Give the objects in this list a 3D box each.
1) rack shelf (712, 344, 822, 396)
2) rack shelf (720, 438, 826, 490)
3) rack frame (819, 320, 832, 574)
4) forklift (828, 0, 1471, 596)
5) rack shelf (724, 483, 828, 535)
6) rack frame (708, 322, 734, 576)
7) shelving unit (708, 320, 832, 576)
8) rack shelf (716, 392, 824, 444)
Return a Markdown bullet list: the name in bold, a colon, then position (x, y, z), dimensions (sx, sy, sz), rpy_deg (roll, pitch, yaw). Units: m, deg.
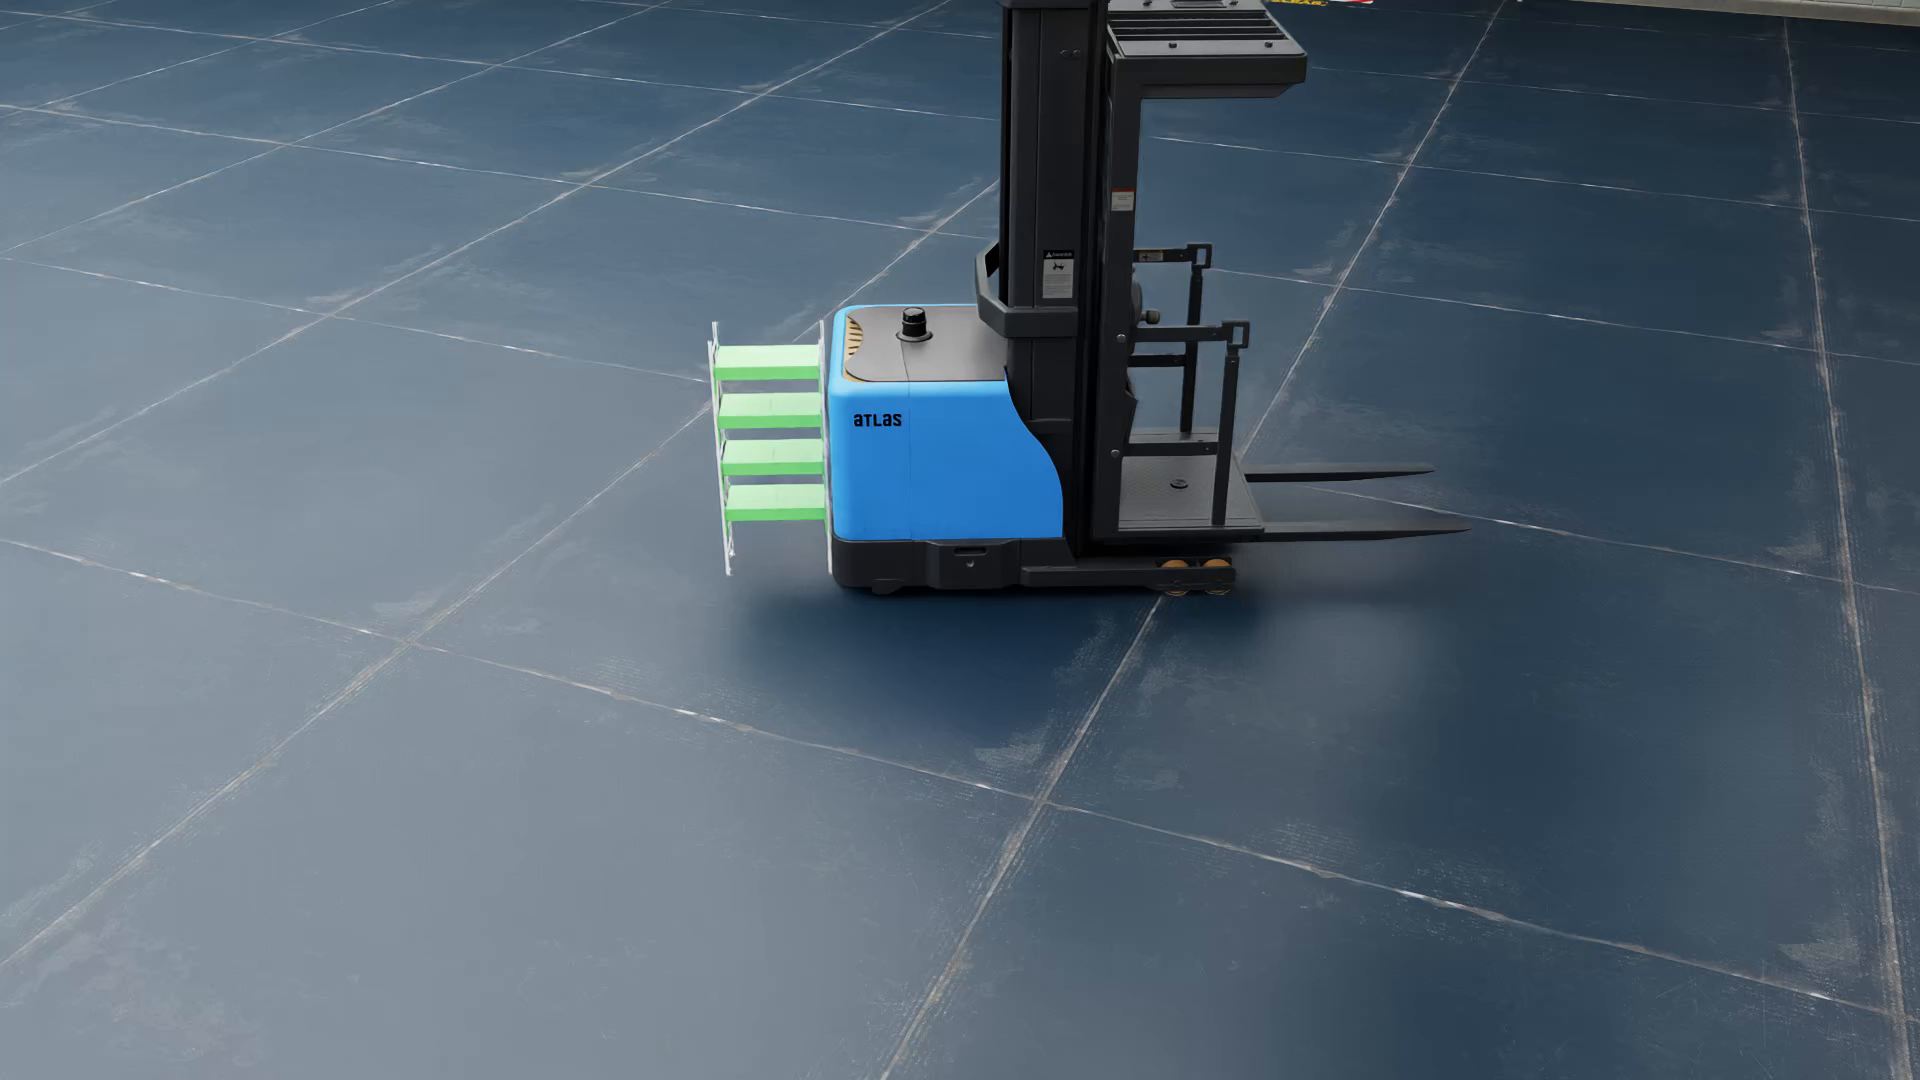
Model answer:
- **rack shelf**: position (-0.868, -0.778, 7.561), dimensions (0.480, 0.148, 0.258), rpy_deg (-1, 29, -2)
- **rack shelf**: position (-0.868, -0.360, 7.797), dimensions (0.480, 0.148, 0.258), rpy_deg (-1, 29, -2)
- **rack frame**: position (-0.625, -0.420, 7.774), dimensions (0.015, 1.200, 0.240), rpy_deg (-1, 29, -2)
- **forklift**: position (0.906, -1.275, 7.528), dimensions (3.031, 2.935, 1.130), rpy_deg (-1, 29, -2)
- **rack shelf**: position (-0.868, -0.151, 7.915), dimensions (0.480, 0.148, 0.258), rpy_deg (-1, 29, -2)
- **rack frame**: position (-1.112, -0.411, 7.758), dimensions (0.015, 1.200, 0.240), rpy_deg (-1, 29, -2)
- **shelving unit**: position (-0.868, -0.416, 7.766), dimensions (0.503, 1.200, 0.258), rpy_deg (-1, 29, -2)
- **rack shelf**: position (-0.868, -0.569, 7.679), dimensions (0.480, 0.148, 0.258), rpy_deg (-1, 29, -2)
